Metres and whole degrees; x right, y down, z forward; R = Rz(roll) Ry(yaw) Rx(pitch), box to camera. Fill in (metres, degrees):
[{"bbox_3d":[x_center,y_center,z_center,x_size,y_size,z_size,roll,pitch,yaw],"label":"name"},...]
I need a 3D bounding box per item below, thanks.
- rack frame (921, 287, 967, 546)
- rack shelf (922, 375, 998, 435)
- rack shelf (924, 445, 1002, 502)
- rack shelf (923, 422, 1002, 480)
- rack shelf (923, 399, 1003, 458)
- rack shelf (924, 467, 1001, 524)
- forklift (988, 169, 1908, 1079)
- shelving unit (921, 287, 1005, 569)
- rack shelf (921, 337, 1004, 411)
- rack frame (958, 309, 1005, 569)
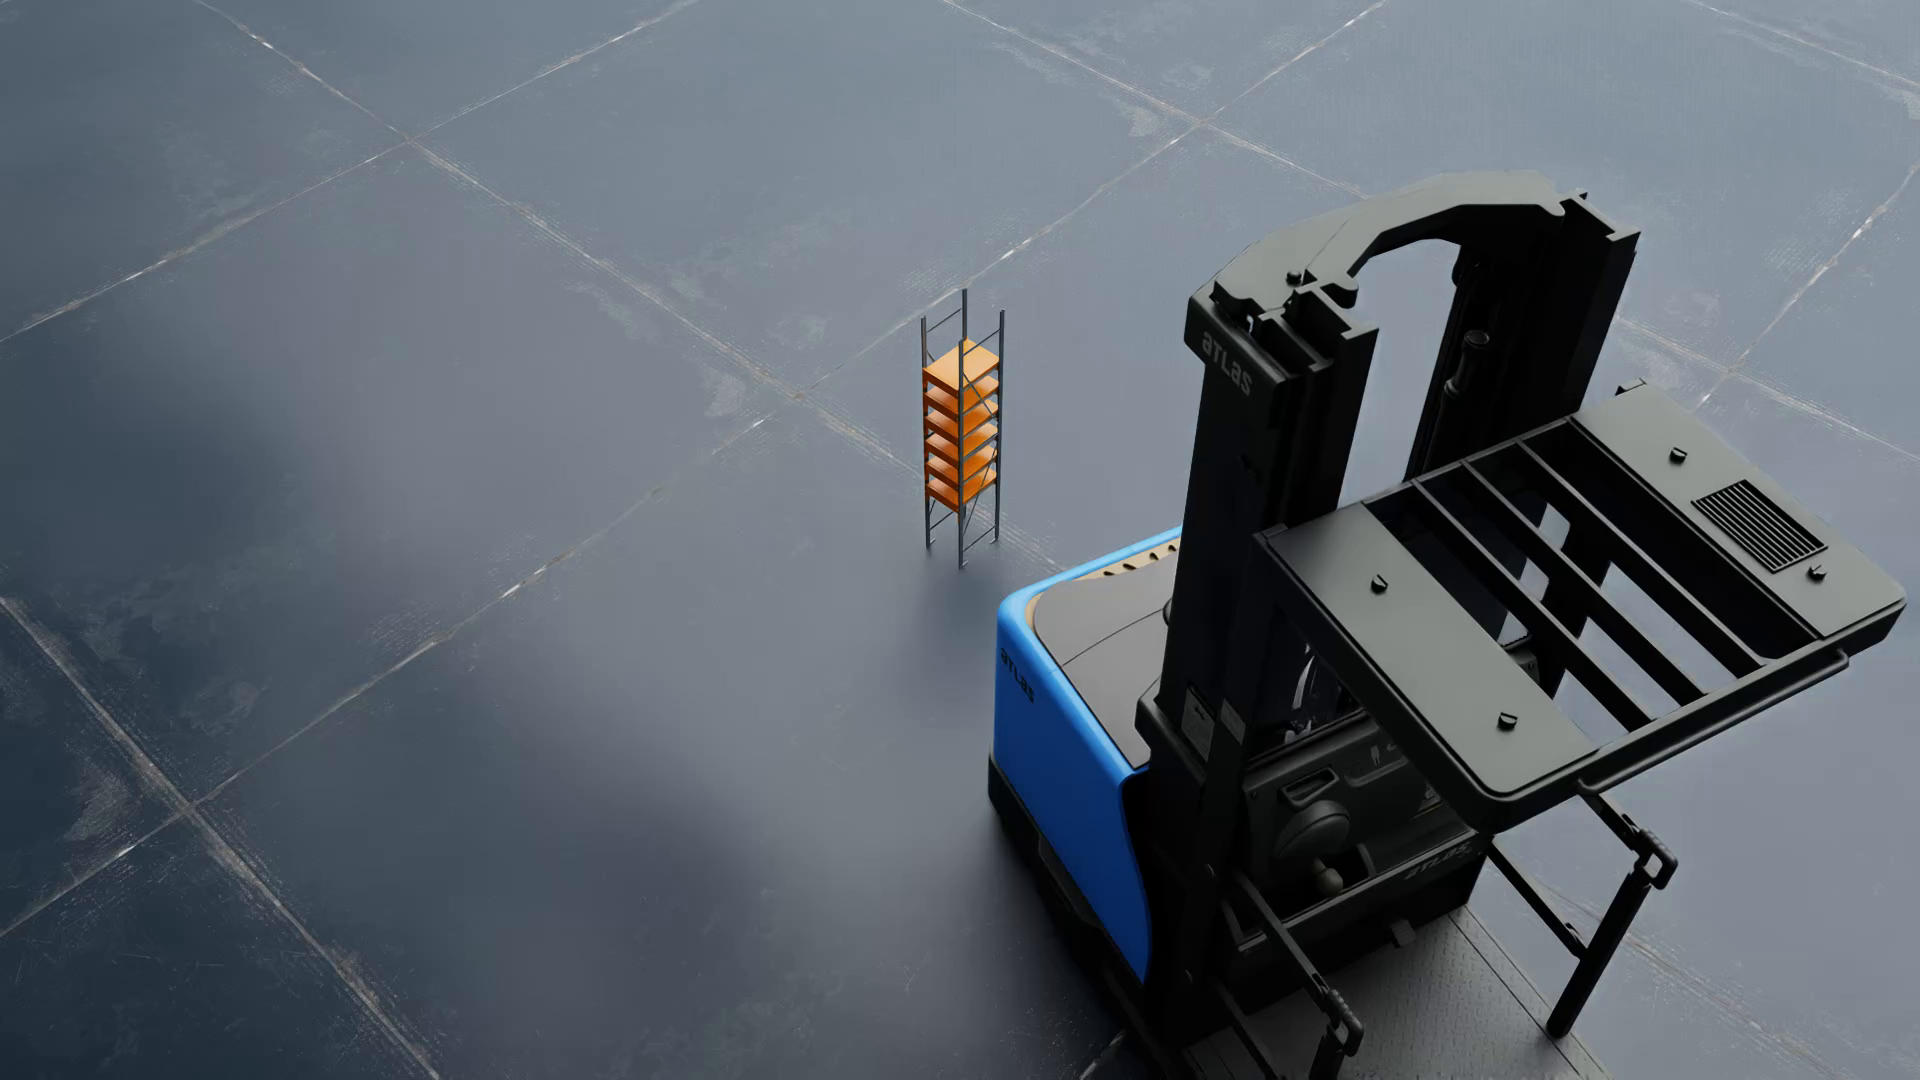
[{"bbox_3d":[-0.057,-0.449,6.457,0.006,1.200,0.240,34,55,28],"label":"rack frame"},{"bbox_3d":[0.011,-0.537,6.272,0.180,0.103,0.258,34,55,28],"label":"rack shelf"},{"bbox_3d":[0.011,-0.291,6.534,0.180,0.103,0.258,34,55,28],"label":"rack shelf"},{"bbox_3d":[0.011,-0.373,6.447,0.180,0.103,0.258,34,55,28],"label":"rack shelf"},{"bbox_3d":[0.011,-0.455,6.359,0.180,0.103,0.258,34,55,28],"label":"rack shelf"},{"bbox_3d":[0.011,-0.209,6.622,0.180,0.103,0.258,34,55,28],"label":"rack shelf"},{"bbox_3d":[1.229,0.706,4.185,1.130,2.935,3.031,-21,50,-19],"label":"forklift"},{"bbox_3d":[0.011,-0.404,6.414,0.189,1.200,0.258,34,55,28],"label":"shelving unit"},{"bbox_3d":[0.011,-0.620,6.184,0.180,0.103,0.258,34,55,28],"label":"rack shelf"},{"bbox_3d":[0.078,-0.358,6.372,0.006,1.200,0.240,34,55,28],"label":"rack frame"}]
